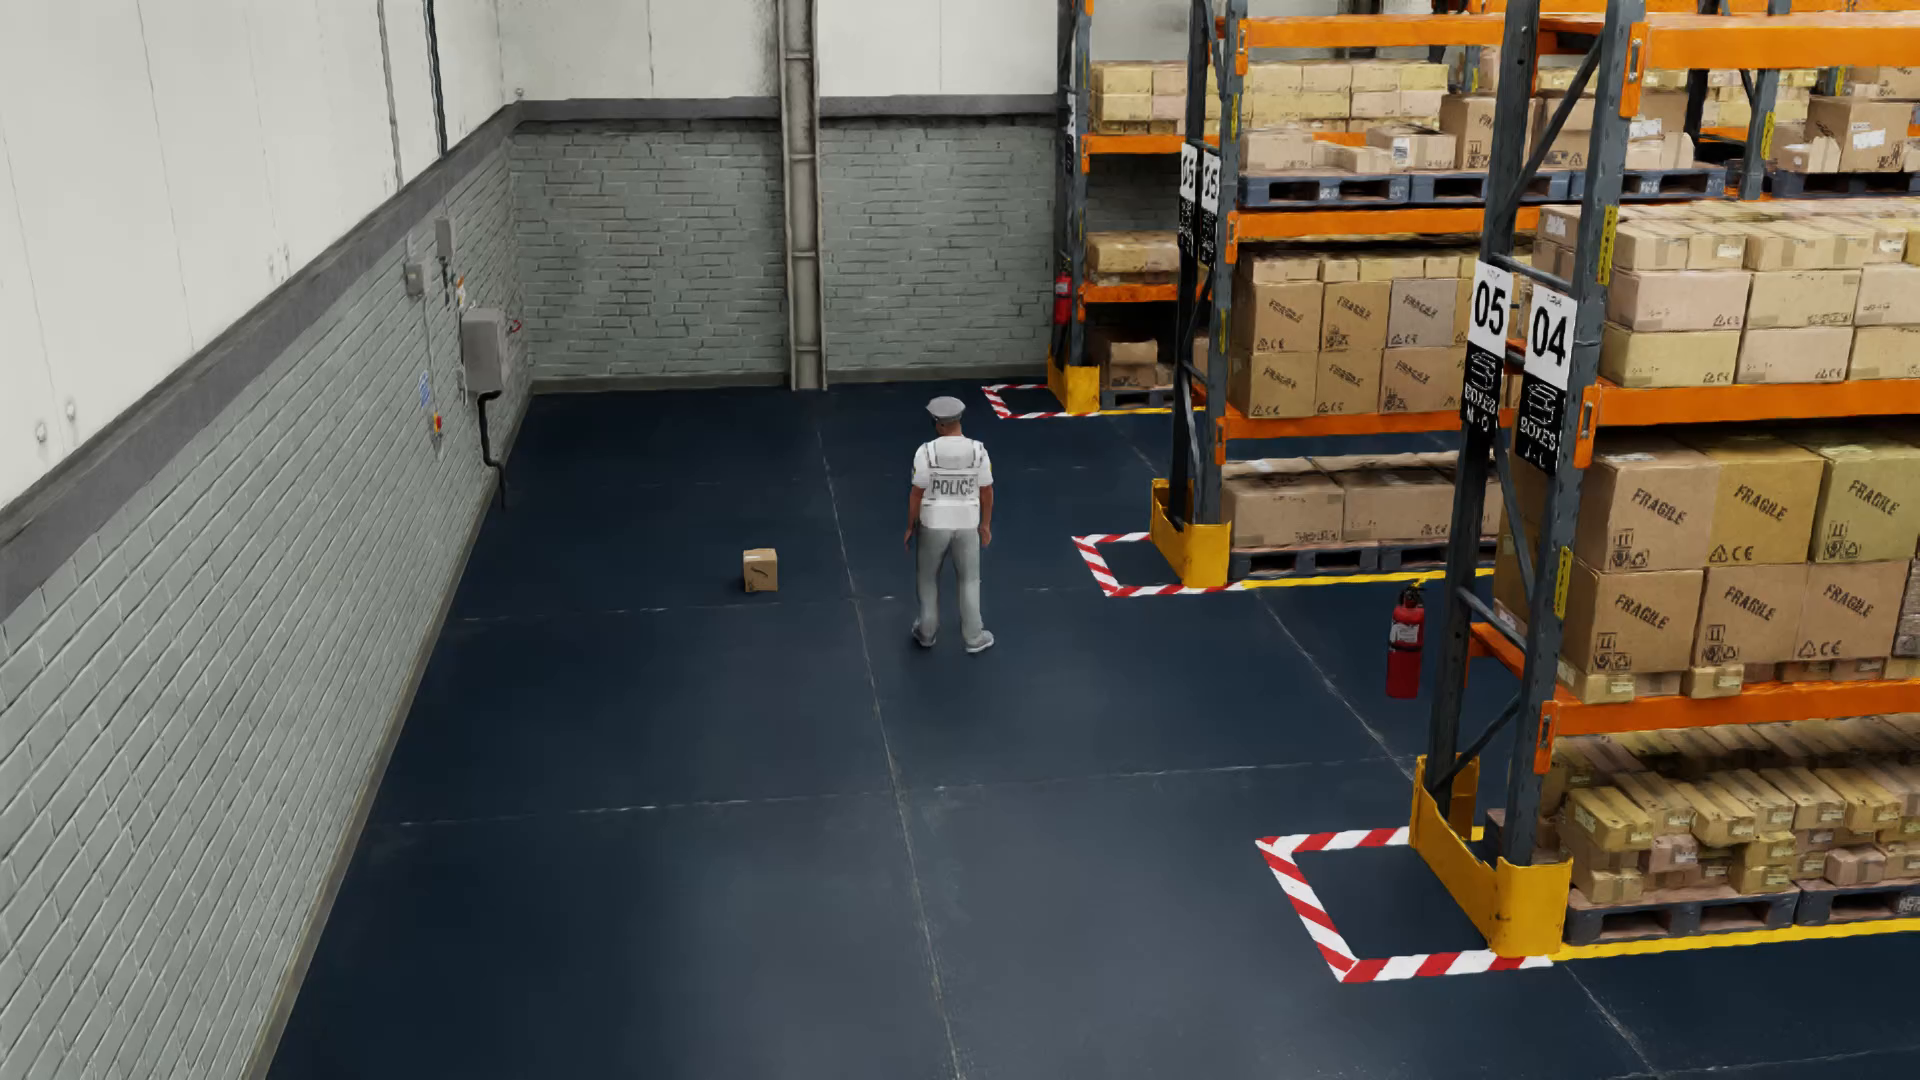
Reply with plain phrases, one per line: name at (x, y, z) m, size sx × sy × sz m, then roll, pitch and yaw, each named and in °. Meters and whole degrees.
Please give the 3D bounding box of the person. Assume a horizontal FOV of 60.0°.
person at (-0.079, -0.110, 11.295) m, size 0.627 × 1.755 × 0.515 m, roll -4°, pitch 20°, yaw -10°
